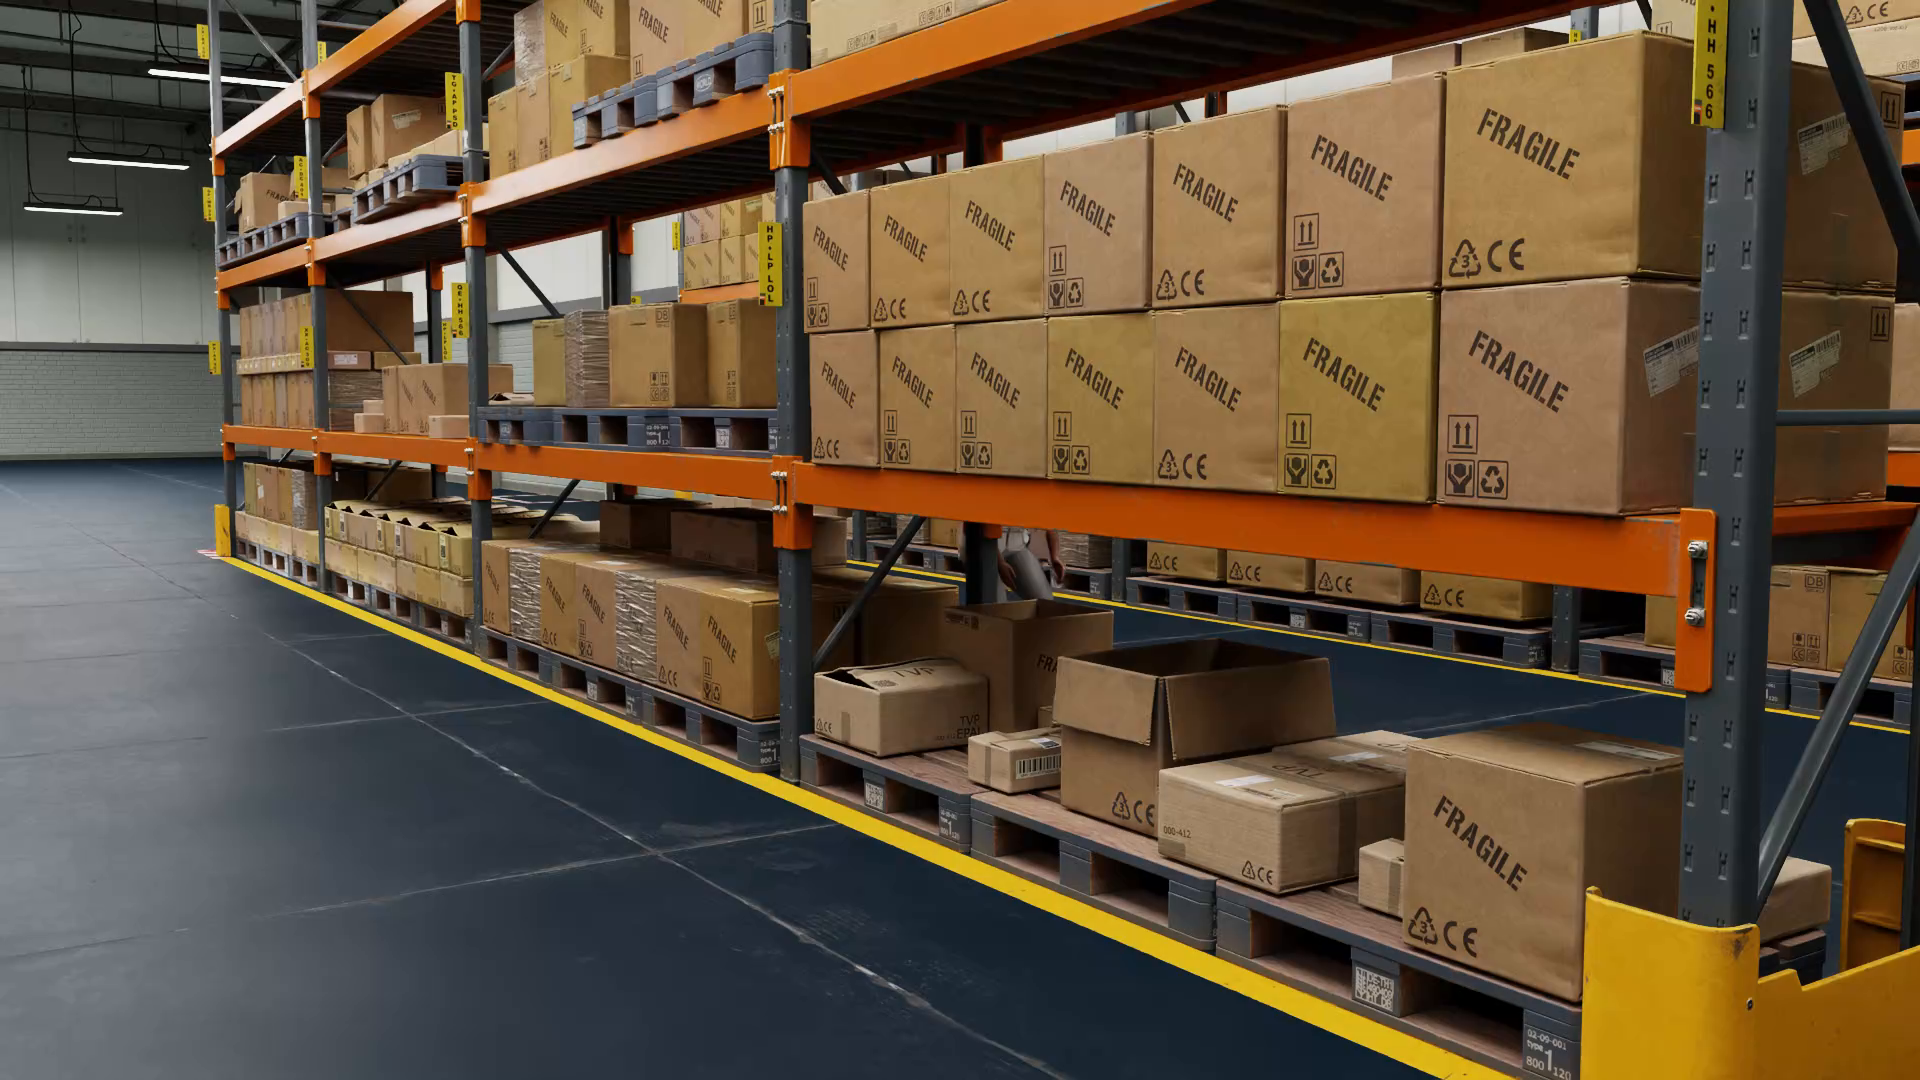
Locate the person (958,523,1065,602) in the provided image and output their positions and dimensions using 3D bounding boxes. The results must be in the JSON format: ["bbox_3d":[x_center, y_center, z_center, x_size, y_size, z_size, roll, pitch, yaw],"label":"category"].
[{"bbox_3d":[0.296,0.075,8.820,0.490,1.487,0.628,-3,6,-33],"label":"person"}]
